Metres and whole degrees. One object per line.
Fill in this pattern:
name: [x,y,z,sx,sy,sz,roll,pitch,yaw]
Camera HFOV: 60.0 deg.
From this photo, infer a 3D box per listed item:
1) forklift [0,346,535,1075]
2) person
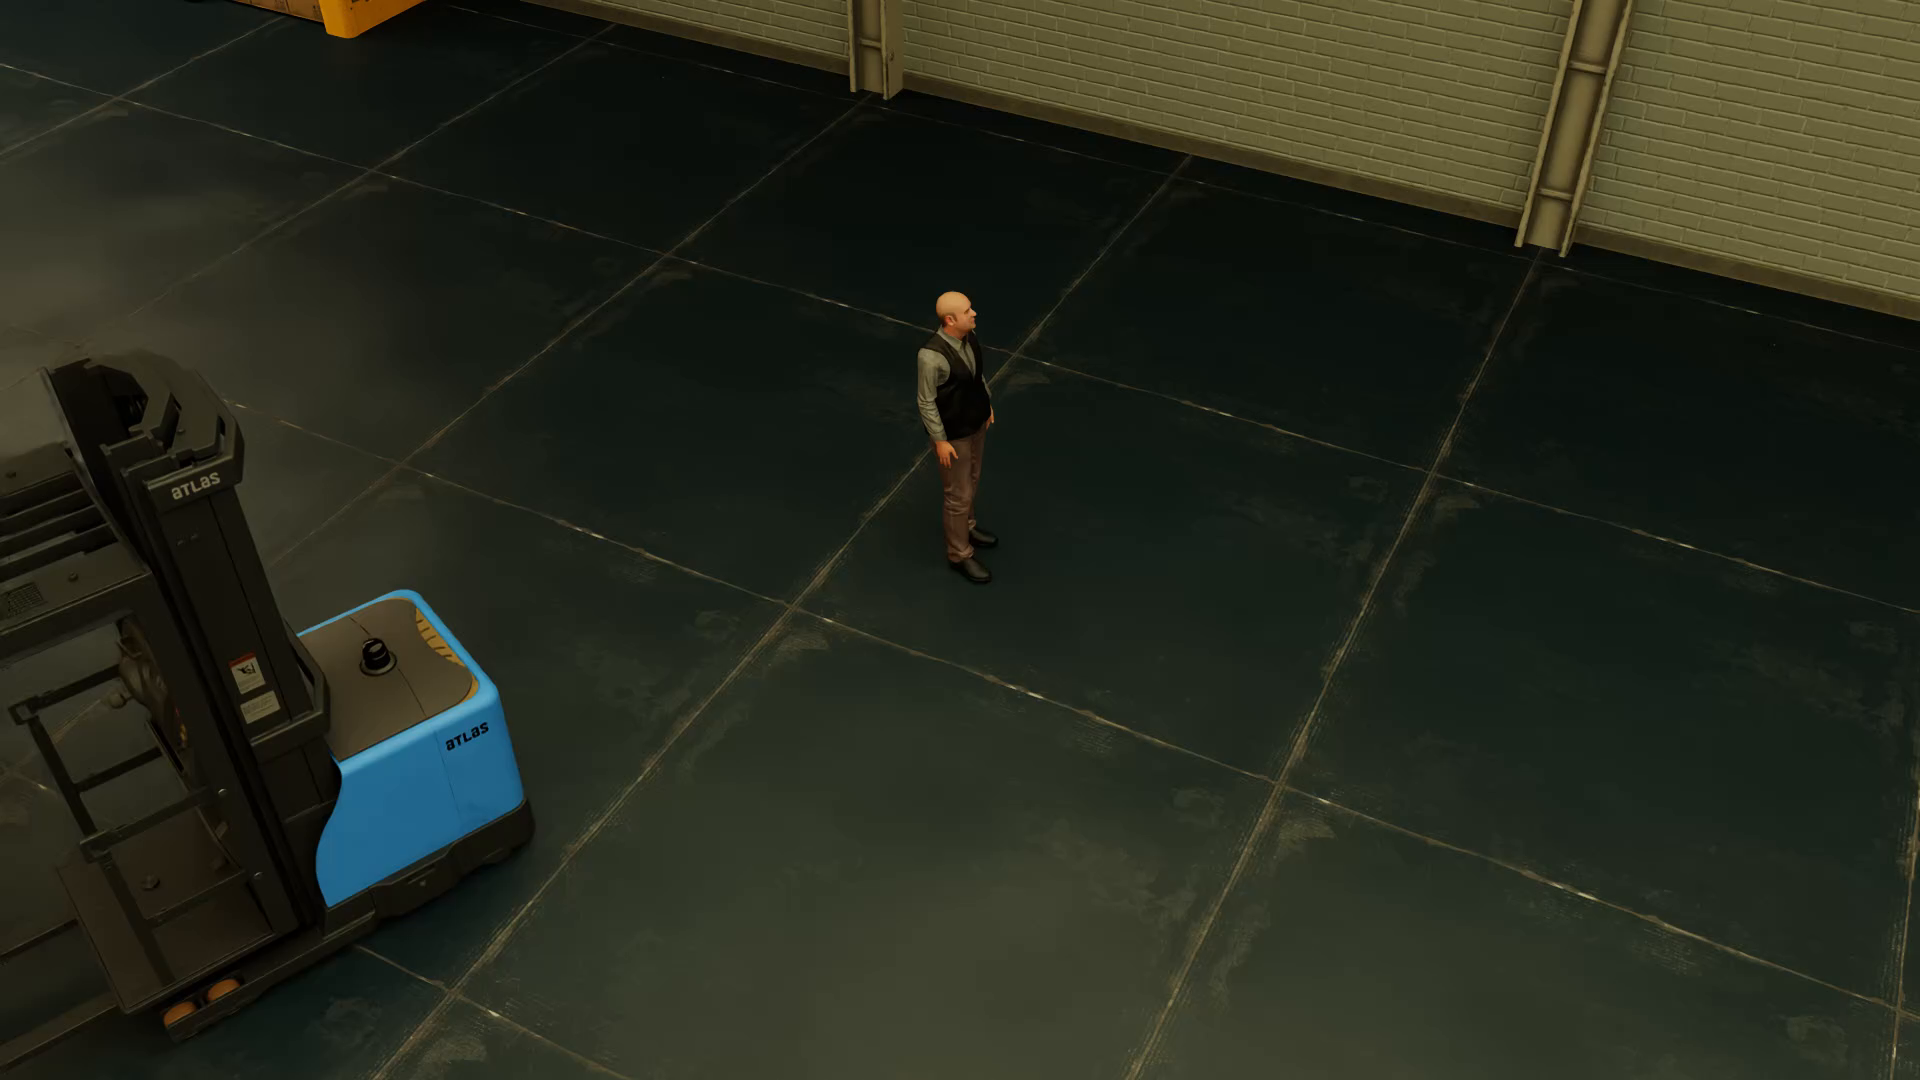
forklift: [-3.616,0.759,7.085,3.031,2.935,1.130,-27,47,-29]
person: [0.051,-0.641,9.675,0.568,1.720,0.632,18,43,21]
